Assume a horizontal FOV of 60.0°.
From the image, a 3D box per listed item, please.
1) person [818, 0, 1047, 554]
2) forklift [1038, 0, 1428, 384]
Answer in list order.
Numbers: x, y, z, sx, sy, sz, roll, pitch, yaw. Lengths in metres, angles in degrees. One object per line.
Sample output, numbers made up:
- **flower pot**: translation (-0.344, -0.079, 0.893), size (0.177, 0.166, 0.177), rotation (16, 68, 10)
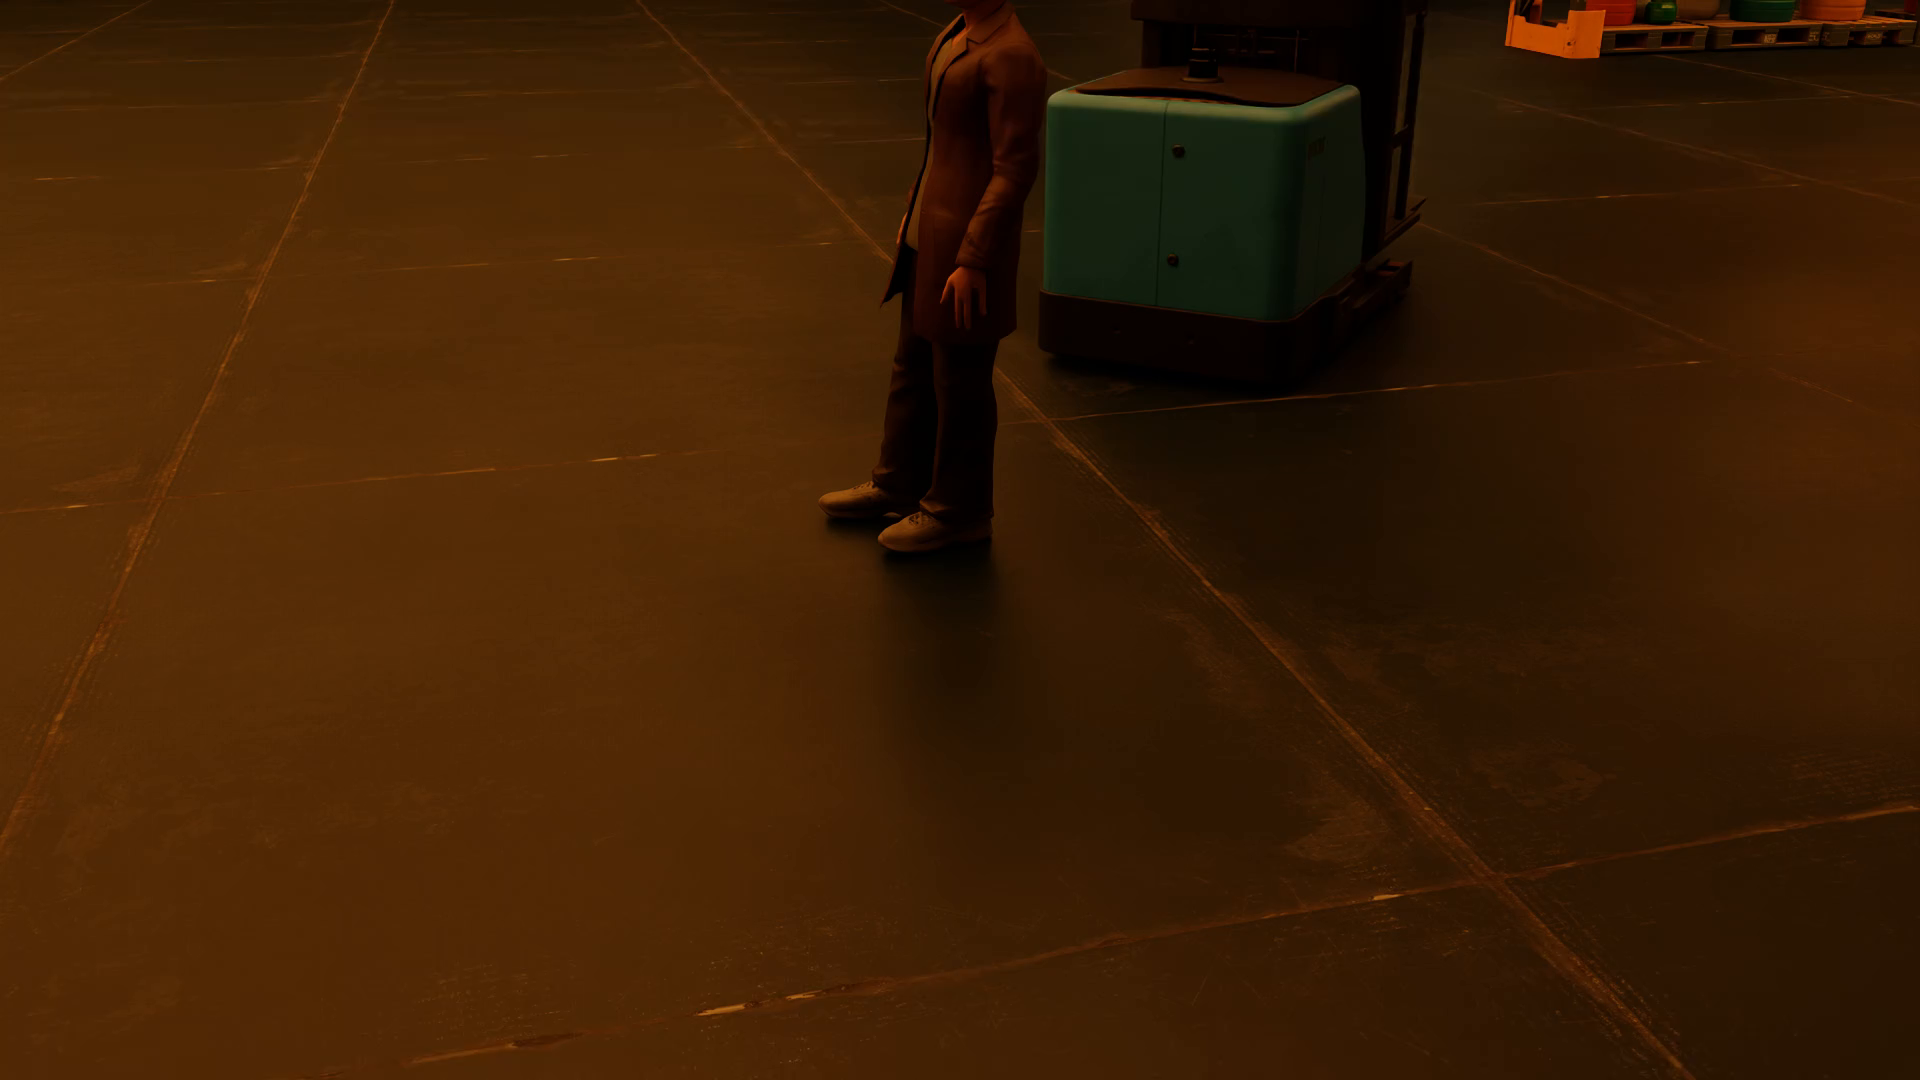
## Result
- **person**: translation (-0.089, -0.817, 4.685), size (0.582, 1.776, 0.694), rotation (-6, 24, -14)
- **forklift**: translation (1.440, -2.476, 7.127), size (1.130, 2.935, 3.031), rotation (11, 26, 25)
